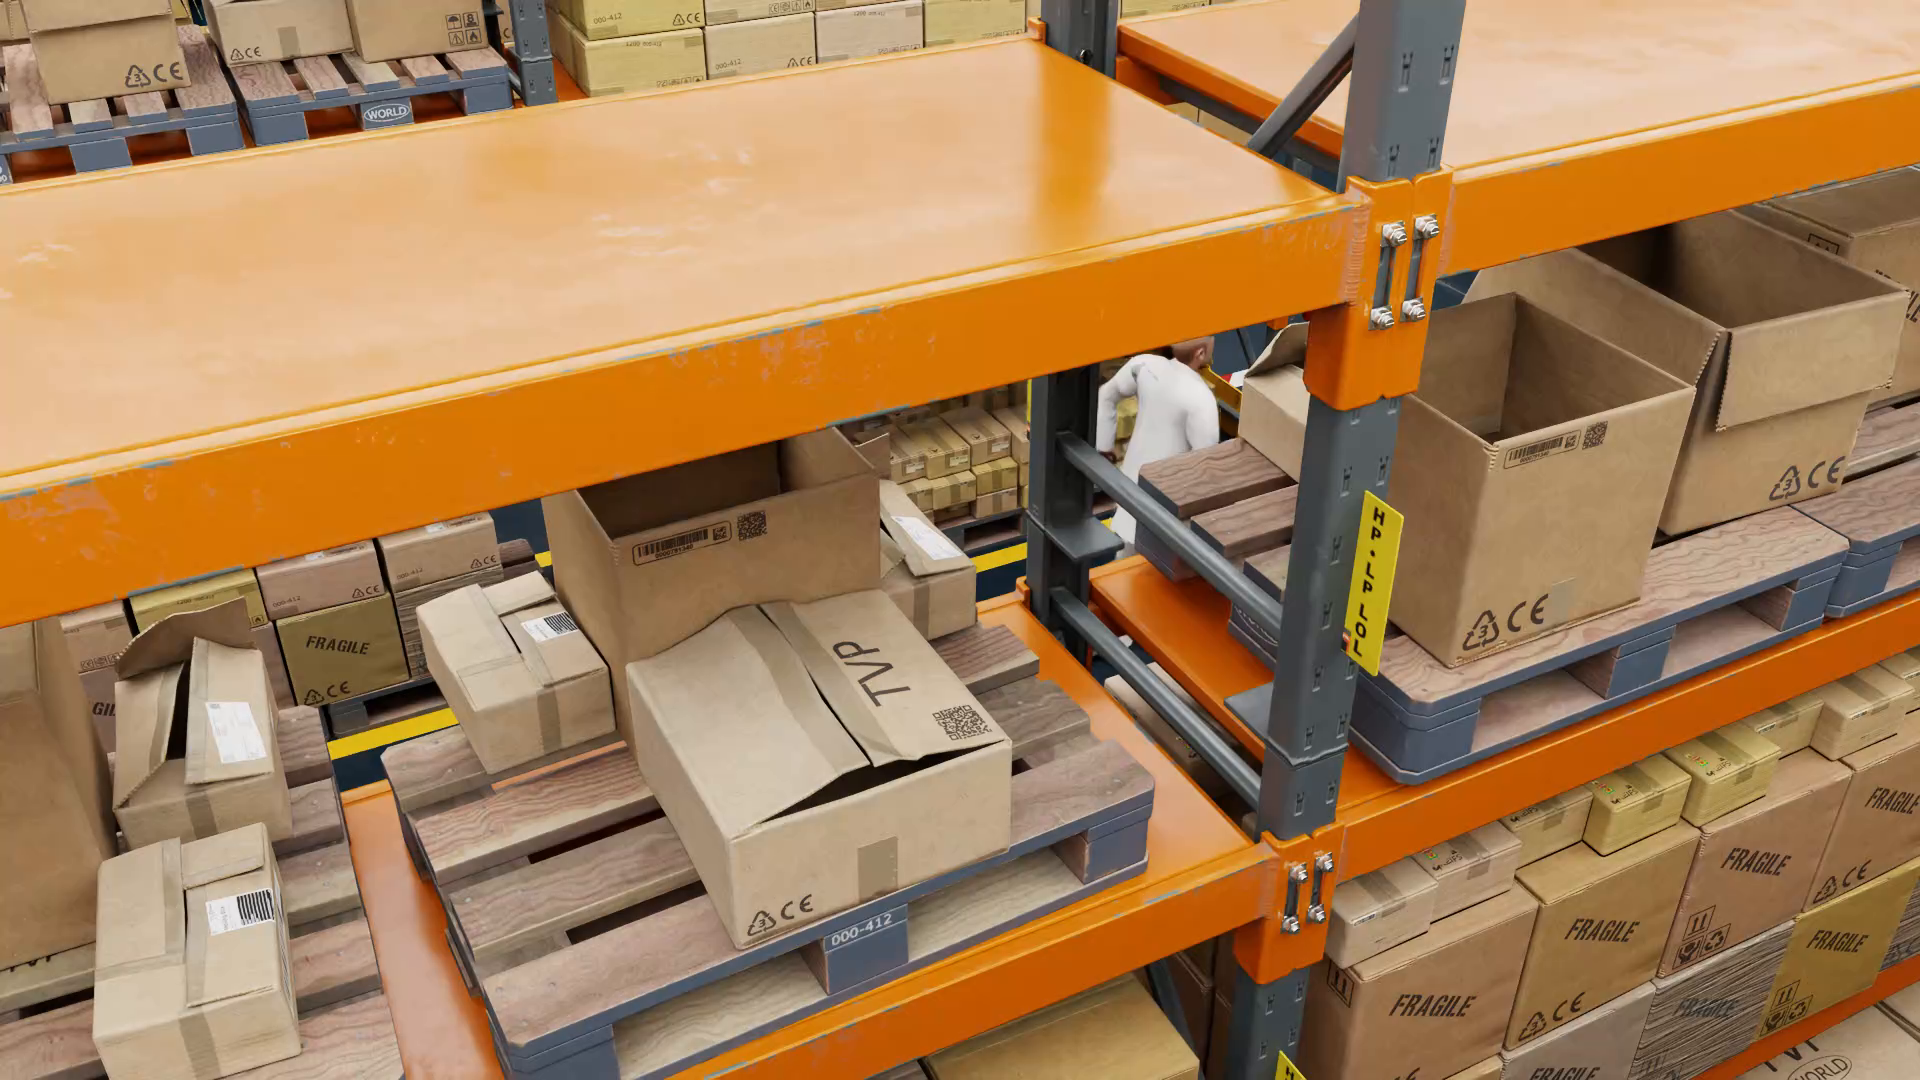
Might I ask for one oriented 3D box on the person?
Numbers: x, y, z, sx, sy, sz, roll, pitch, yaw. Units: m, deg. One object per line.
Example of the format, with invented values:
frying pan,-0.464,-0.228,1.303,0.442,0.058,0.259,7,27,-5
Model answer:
person,0.957,-0.268,8.095,0.992,1.693,0.716,-13,35,-19
